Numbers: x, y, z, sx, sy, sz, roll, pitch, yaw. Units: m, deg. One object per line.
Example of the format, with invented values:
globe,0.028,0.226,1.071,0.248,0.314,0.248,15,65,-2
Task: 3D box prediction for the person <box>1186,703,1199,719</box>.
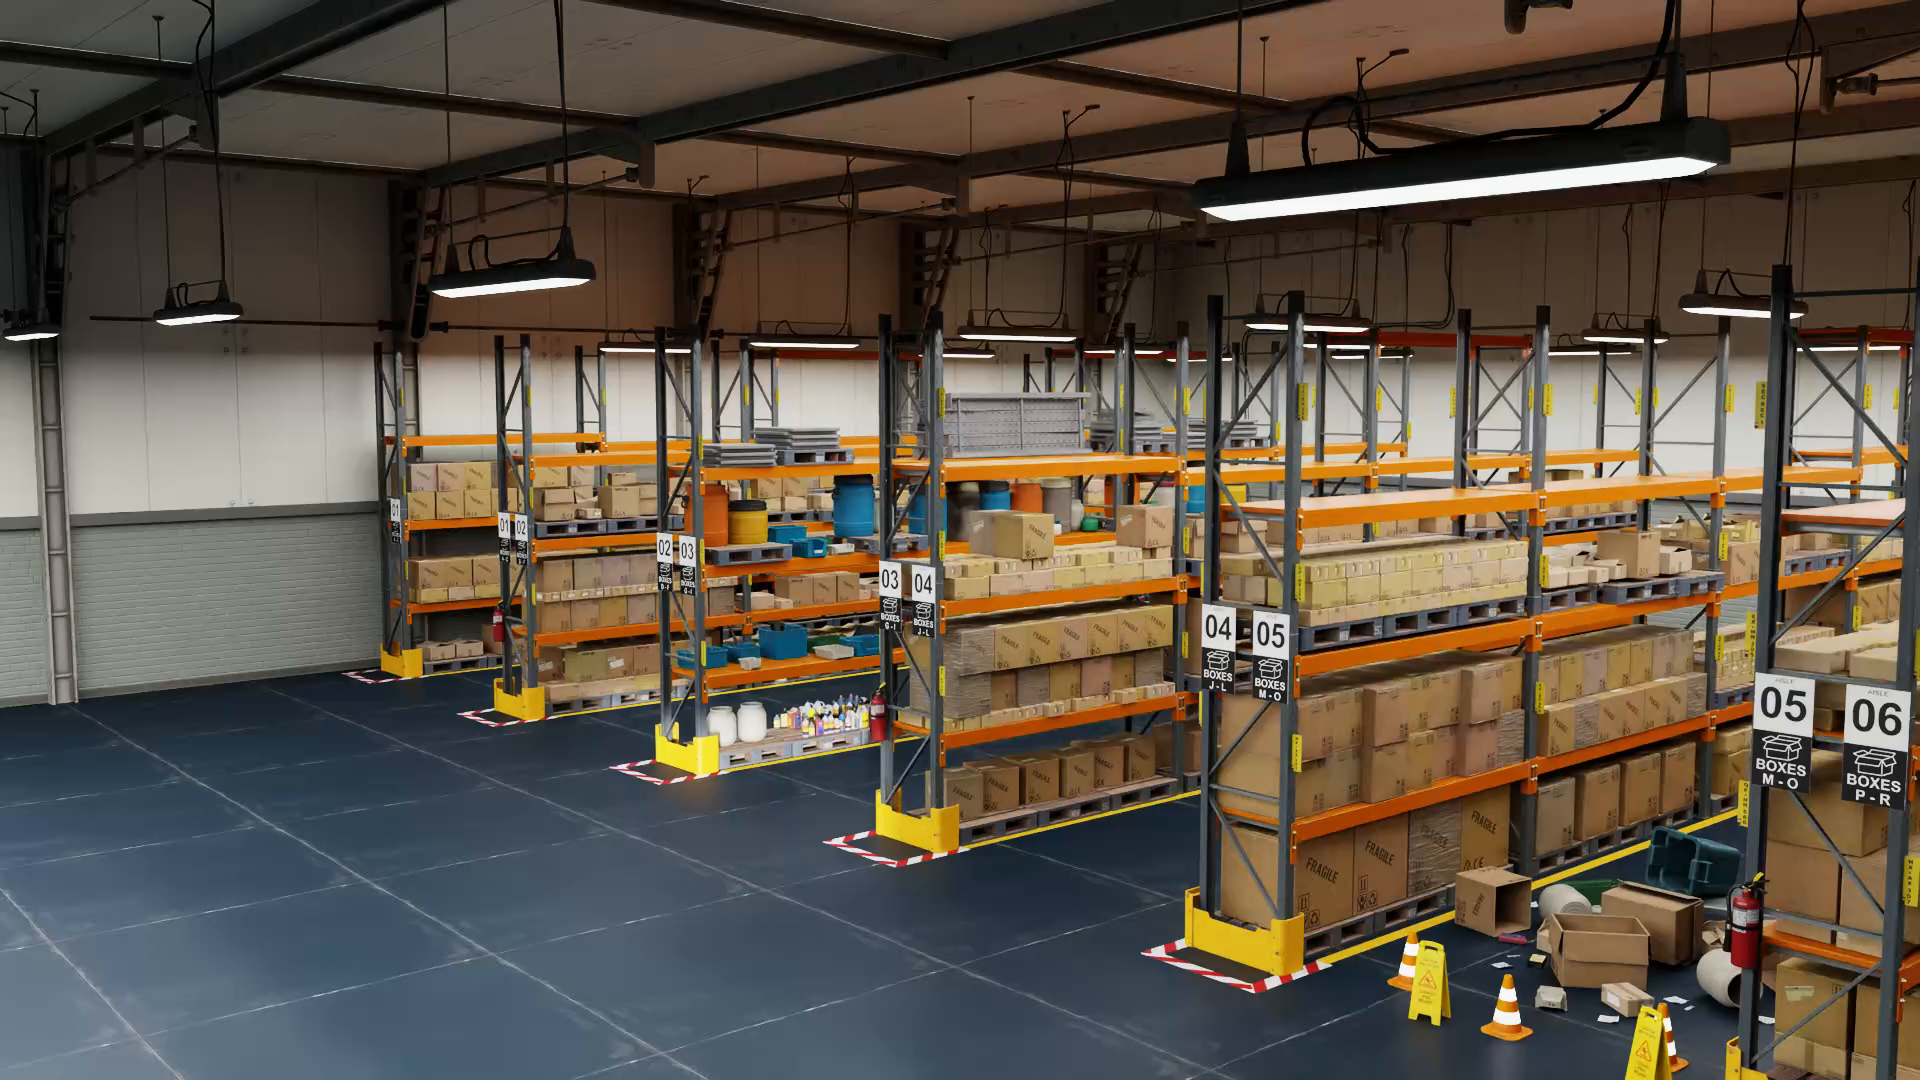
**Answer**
person,3.337,1.934,24.162,0.849,1.558,0.600,-3,6,-32
